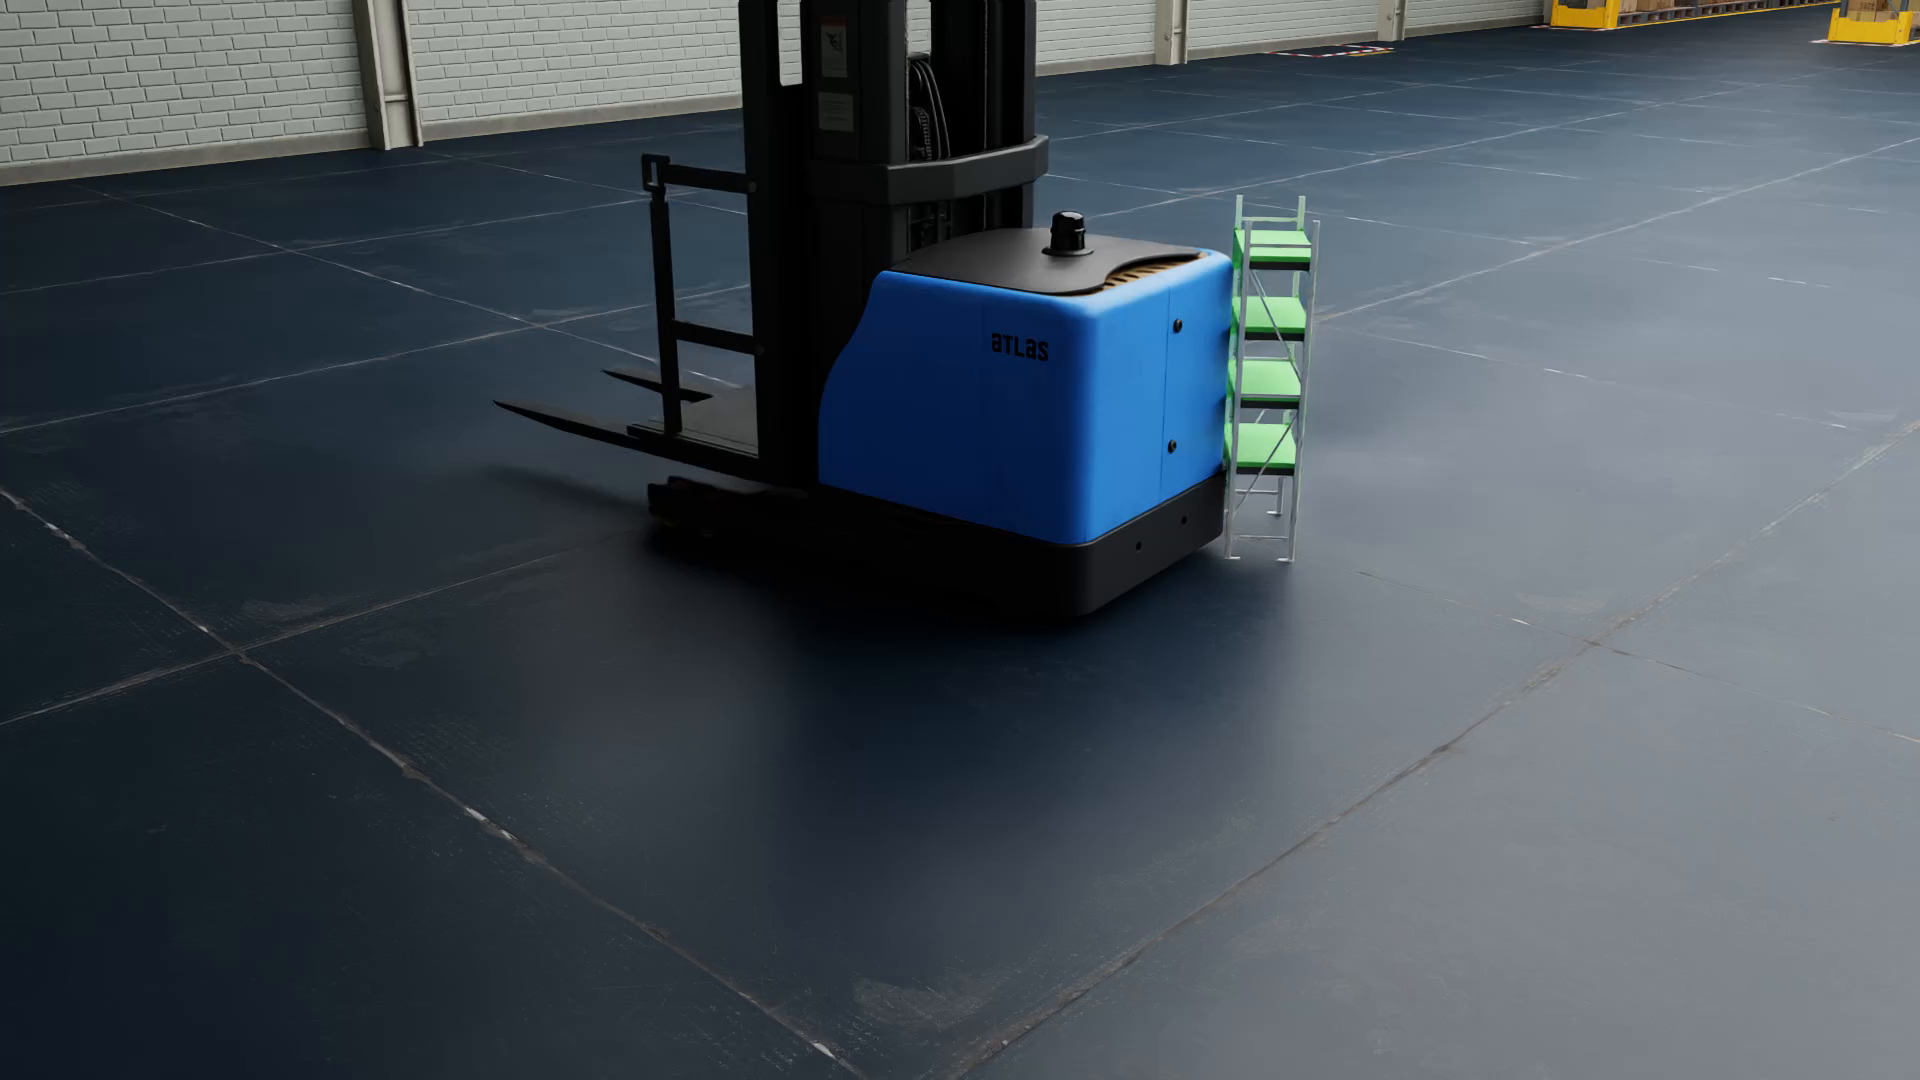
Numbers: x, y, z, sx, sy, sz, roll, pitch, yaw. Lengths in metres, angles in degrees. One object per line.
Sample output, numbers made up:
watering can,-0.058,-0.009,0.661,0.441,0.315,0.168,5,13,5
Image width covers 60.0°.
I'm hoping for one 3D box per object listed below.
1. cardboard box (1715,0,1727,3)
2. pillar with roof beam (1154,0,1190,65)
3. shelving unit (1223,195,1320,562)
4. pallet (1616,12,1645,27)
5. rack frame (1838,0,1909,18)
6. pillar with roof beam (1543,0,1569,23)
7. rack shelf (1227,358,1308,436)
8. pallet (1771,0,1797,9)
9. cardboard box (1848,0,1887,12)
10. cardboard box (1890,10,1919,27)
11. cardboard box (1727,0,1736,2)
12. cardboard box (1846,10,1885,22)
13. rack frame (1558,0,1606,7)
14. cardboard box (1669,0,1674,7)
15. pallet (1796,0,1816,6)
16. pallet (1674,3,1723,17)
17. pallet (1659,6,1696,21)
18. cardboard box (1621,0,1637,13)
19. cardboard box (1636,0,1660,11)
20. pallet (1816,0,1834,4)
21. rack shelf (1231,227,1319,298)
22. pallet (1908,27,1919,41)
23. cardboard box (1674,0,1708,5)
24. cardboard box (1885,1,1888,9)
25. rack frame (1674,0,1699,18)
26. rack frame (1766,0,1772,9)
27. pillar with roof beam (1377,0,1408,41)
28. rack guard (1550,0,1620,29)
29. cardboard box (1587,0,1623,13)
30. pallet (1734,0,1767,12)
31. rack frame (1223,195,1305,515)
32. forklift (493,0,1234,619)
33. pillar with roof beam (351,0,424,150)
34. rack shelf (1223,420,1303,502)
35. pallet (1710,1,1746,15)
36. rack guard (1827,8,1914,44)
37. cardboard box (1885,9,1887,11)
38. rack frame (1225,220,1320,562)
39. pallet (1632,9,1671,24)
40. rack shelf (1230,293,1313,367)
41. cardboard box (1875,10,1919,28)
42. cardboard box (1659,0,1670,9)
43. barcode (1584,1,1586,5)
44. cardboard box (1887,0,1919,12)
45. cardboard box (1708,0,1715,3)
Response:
cardboard box,15.518,-11.444,34.538,0.700,0.500,0.500,20,28,41
pillar with roof beam,6.098,-9.952,19.424,9.100,9.000,0.400,19,28,41
shelving unit,1.082,-0.575,5.899,0.258,1.200,0.503,2,21,5
pallet,12.161,-9.835,31.369,1.003,0.211,1.213,19,28,41
rack frame,15.068,-9.678,27.074,1.000,3.000,0.127,19,28,41
pillar with roof beam,14.469,-13.037,27.449,9.100,9.000,0.400,19,28,41
rack shelf,1.082,-0.516,5.922,0.258,0.148,0.480,2,21,5
pallet,17.701,-11.856,36.626,1.003,0.211,1.213,19,28,41
cardboard box,15.229,-9.153,27.910,0.500,0.500,0.500,19,28,41
cardboard box,15.948,-8.803,28.043,0.500,0.250,0.500,19,28,41
cardboard box,15.863,-11.576,34.882,0.700,0.500,0.500,19,28,40
cardboard box,15.230,-8.803,28.043,0.500,0.250,0.500,19,28,41
rack frame,11.516,-10.917,30.298,1.000,3.000,0.127,19,28,41
cardboard box,13.955,-10.683,33.025,0.380,0.166,0.250,15,26,34
pallet,18.552,-12.168,37.438,1.003,0.211,1.213,19,28,41
pallet,14.849,-10.844,33.995,1.003,0.211,1.213,19,28,41
pallet,13.863,-10.462,33.001,1.003,0.211,1.213,19,28,41
cardboard box,12.461,-10.170,31.486,0.500,0.311,0.500,-17,27,-38
cardboard box,13.009,-10.434,31.910,0.700,0.500,0.500,17,27,37
pallet,19.403,-12.483,38.258,1.003,0.211,1.213,19,28,41
rack shelf,1.082,-0.964,5.750,0.258,0.148,0.480,2,21,5
pallet,15.572,-8.584,28.113,1.003,0.211,1.213,19,28,41
cardboard box,14.808,-11.177,33.845,0.500,0.500,0.700,-19,28,-40
cardboard box,15.916,-9.414,28.589,0.500,0.500,0.500,19,28,41
rack frame,14.307,-11.946,32.973,1.000,3.000,0.127,19,28,41
rack frame,17.097,-12.974,35.648,1.000,3.000,0.127,19,28,41
pillar with roof beam,10.284,-11.494,23.437,9.100,9.000,0.400,19,28,41
rack guard,11.569,-9.770,30.797,1.175,0.500,0.348,19,28,41
cardboard box,12.063,-10.023,31.105,0.500,0.311,0.500,15,26,35
pallet,16.551,-11.472,35.626,1.003,0.211,1.213,19,28,41
rack frame,1.105,-0.662,6.126,0.240,1.200,0.015,2,21,5
forklift,-0.545,-1.517,5.935,3.031,2.935,1.130,15,26,34
pillar with roof beam,-2.273,-6.867,11.399,9.100,9.000,0.400,19,28,41
rack shelf,1.082,-0.292,6.008,0.258,0.148,0.480,2,21,5
pallet,15.700,-11.160,34.814,1.003,0.211,1.213,19,28,41
rack guard,15.051,-8.506,27.507,1.175,0.500,0.348,19,28,41
cardboard box,15.571,-8.934,28.386,0.500,0.250,0.500,19,28,41
rack frame,1.058,-0.488,5.672,0.240,1.200,0.015,2,21,5
pallet,13.012,-10.147,32.181,1.003,0.211,1.213,19,28,41
rack shelf,1.082,-0.740,5.836,0.258,0.148,0.480,2,21,5
cardboard box,15.602,-8.673,27.706,0.500,0.250,0.500,19,28,41
cardboard box,13.611,-10.707,32.622,0.500,0.500,0.500,17,27,37
barcode,11.789,-10.132,31.376,0.001,0.075,0.075,19,28,41
cardboard box,15.949,-9.152,27.907,0.500,0.500,0.500,19,28,41
cardboard box,15.133,-11.323,34.224,0.700,0.500,0.500,19,28,40
